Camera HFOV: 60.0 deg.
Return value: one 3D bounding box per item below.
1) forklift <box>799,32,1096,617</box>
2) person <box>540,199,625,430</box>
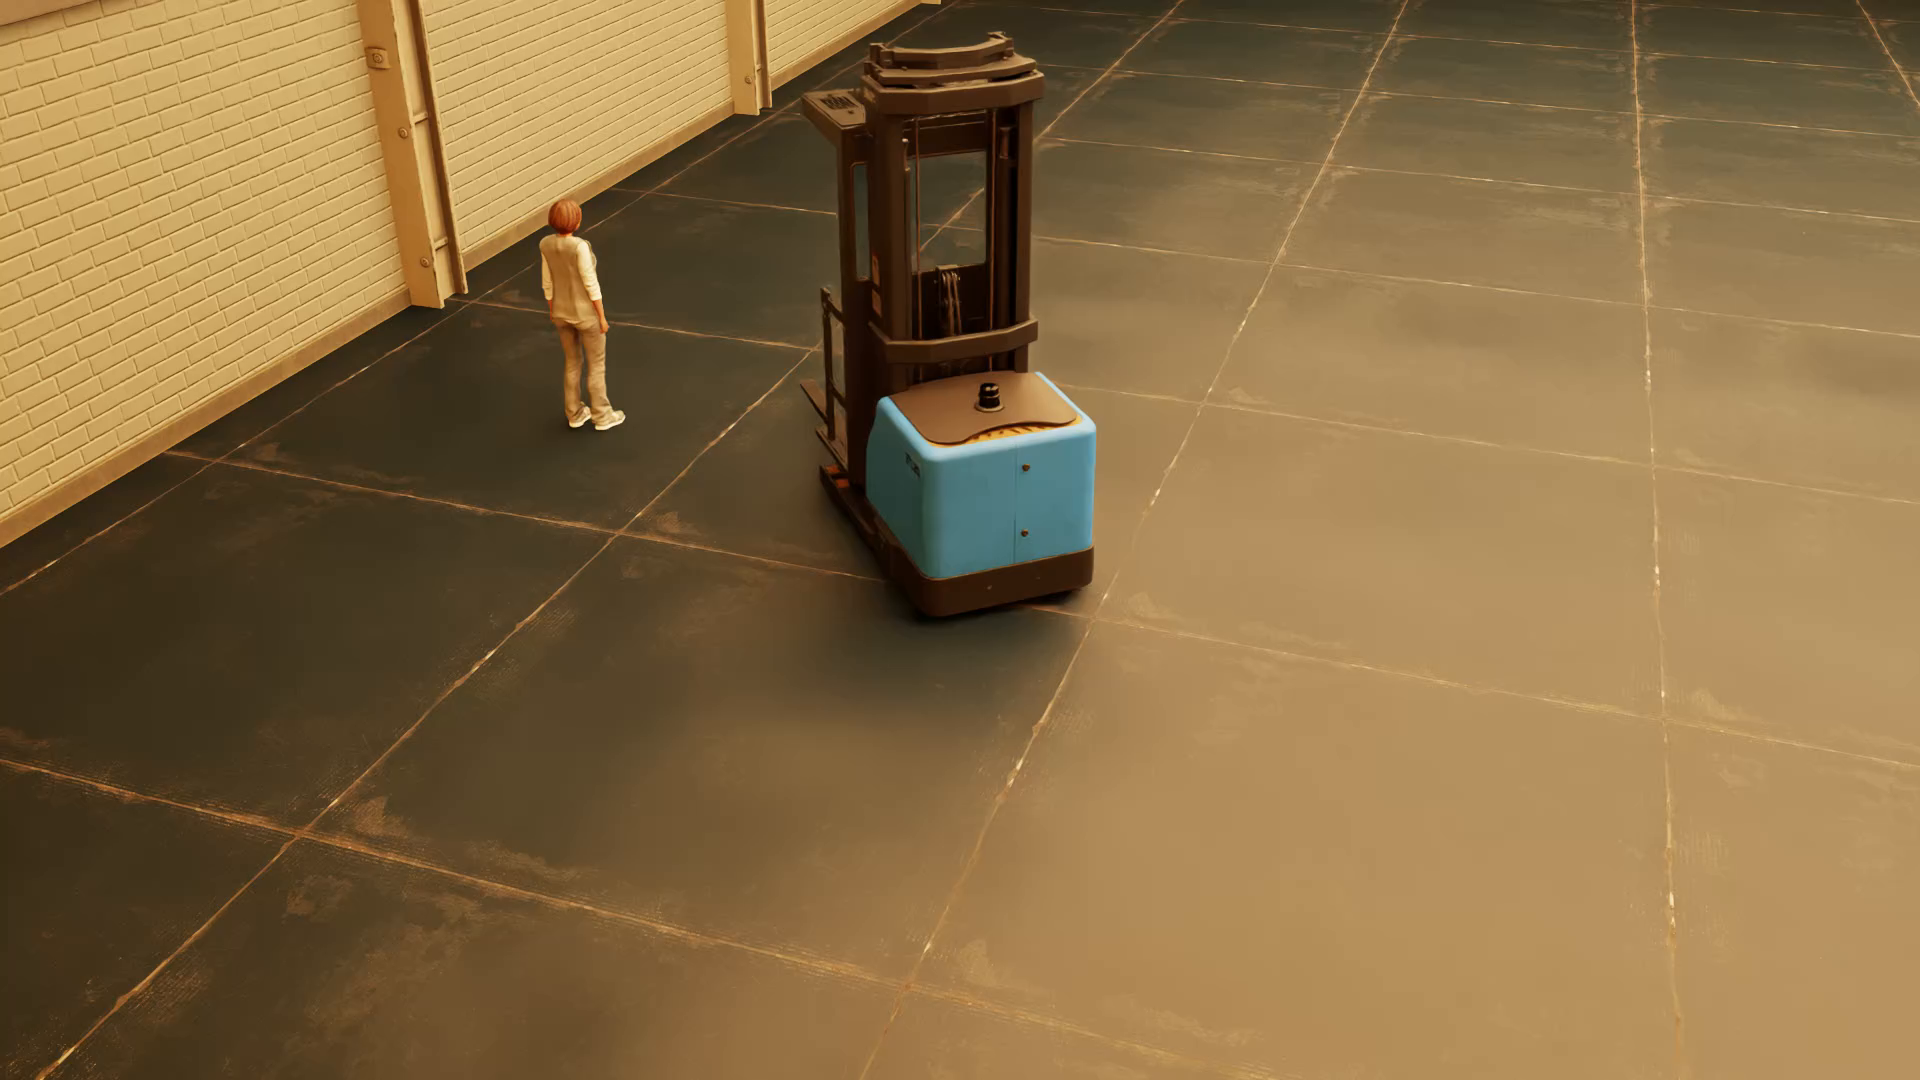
[{"bbox_3d":[-0.251,-1.562,9.877,1.130,2.935,3.031,-11,32,-19],"label":"forklift"},{"bbox_3d":[-2.543,-1.503,11.118,0.444,1.602,0.329,12,32,20],"label":"person"}]
